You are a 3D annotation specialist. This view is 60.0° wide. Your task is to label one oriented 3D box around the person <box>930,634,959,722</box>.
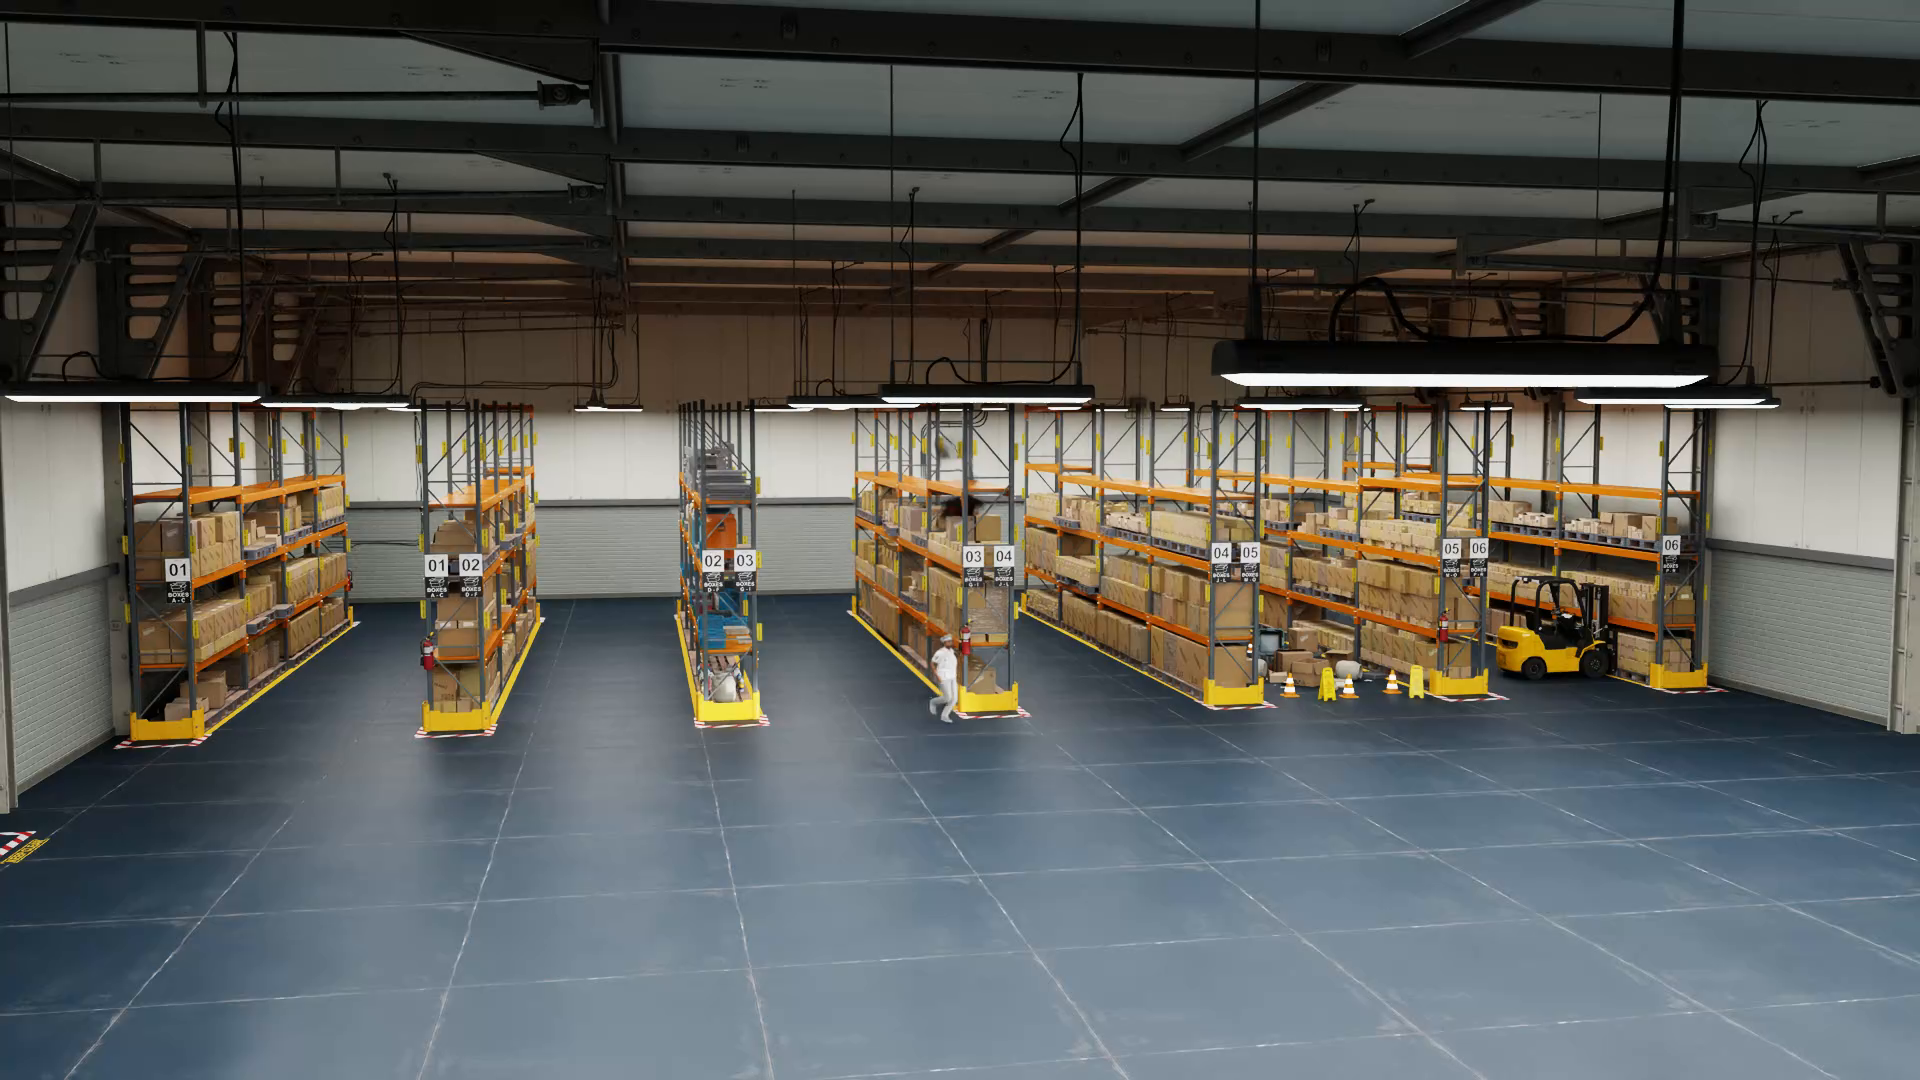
[{"bbox_3d":[-0.263,2.566,31.074,0.537,1.643,0.596,4,6,41],"label":"person"}]
